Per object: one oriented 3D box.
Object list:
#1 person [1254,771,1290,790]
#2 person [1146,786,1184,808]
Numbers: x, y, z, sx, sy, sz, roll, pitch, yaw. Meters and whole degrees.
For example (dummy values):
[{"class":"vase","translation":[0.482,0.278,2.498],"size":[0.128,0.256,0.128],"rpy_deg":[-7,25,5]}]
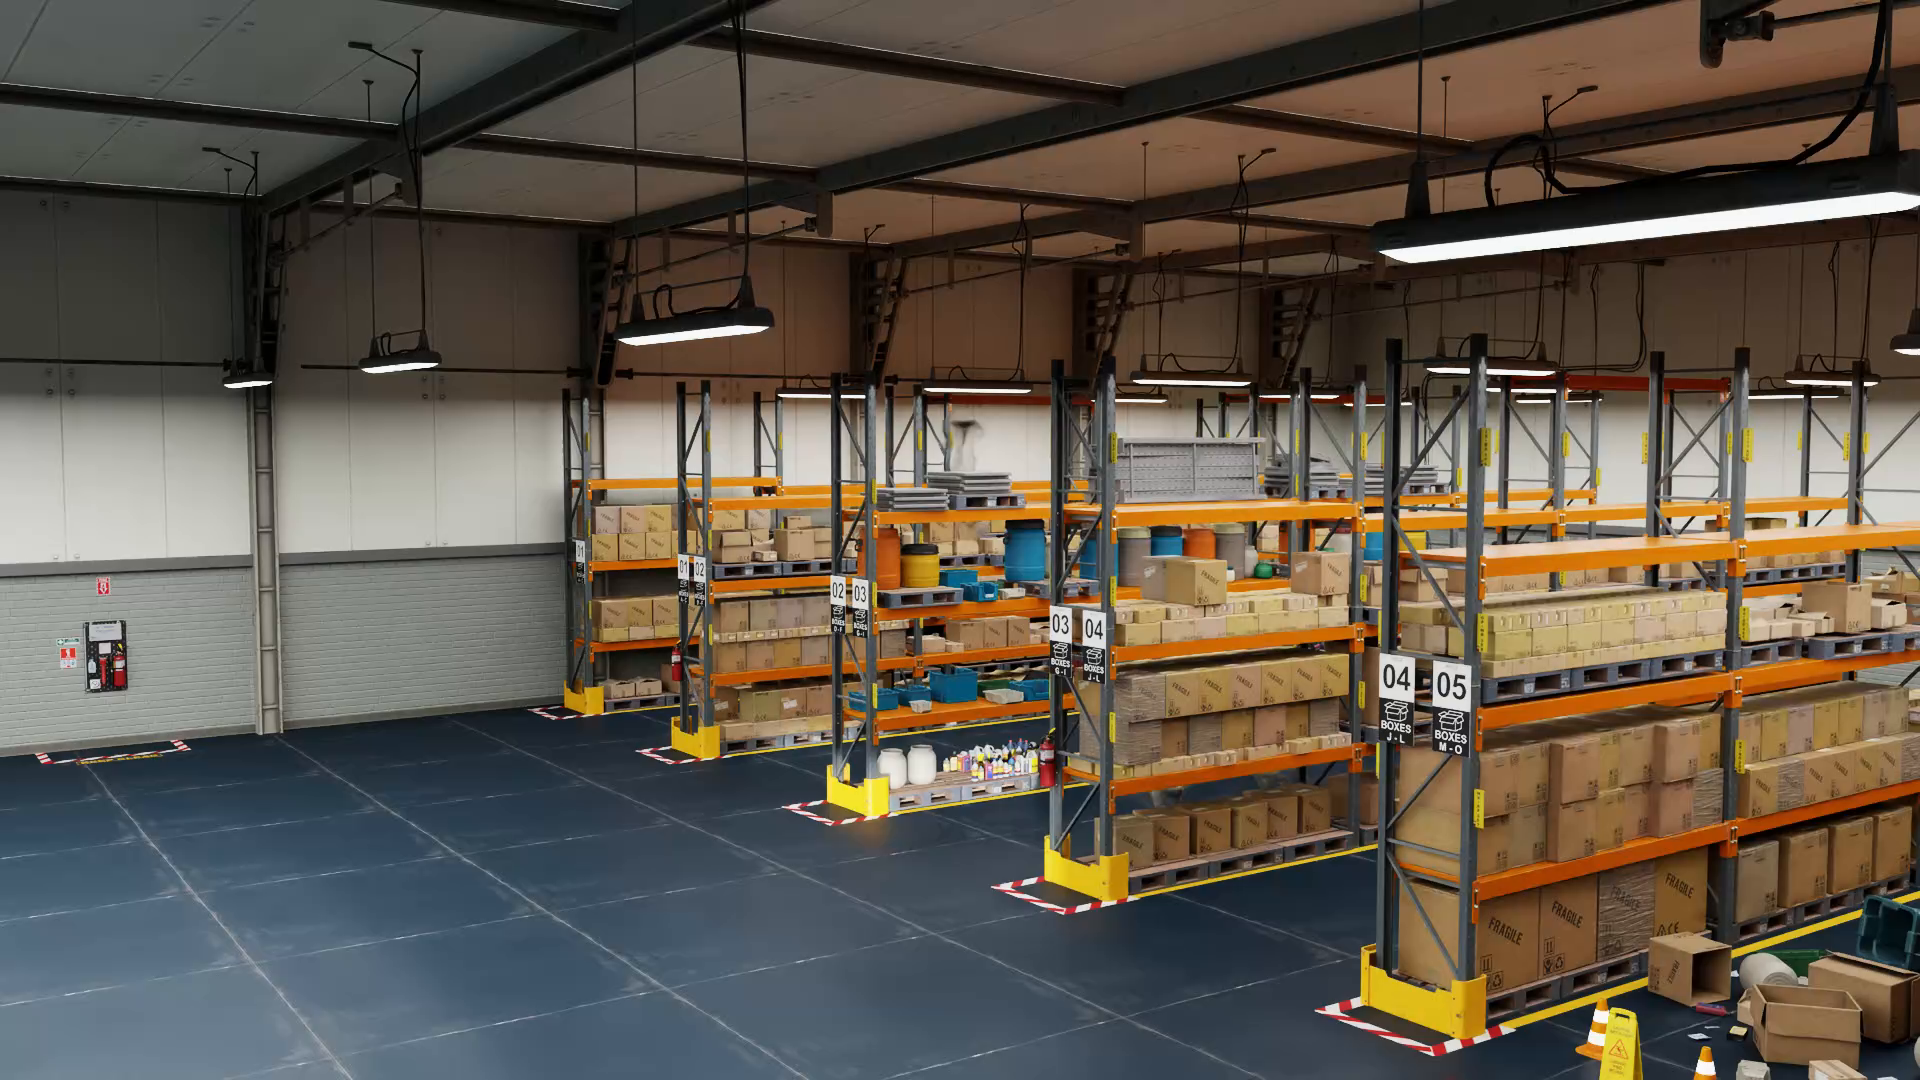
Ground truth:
[{"class":"person","translation":[4.271,2.861,23.118],"size":[0.530,1.651,0.567],"rpy_deg":[-2,4,-31]},{"class":"person","translation":[2.659,2.934,21.877],"size":[0.766,1.707,0.657],"rpy_deg":[-2,4,-31]}]
